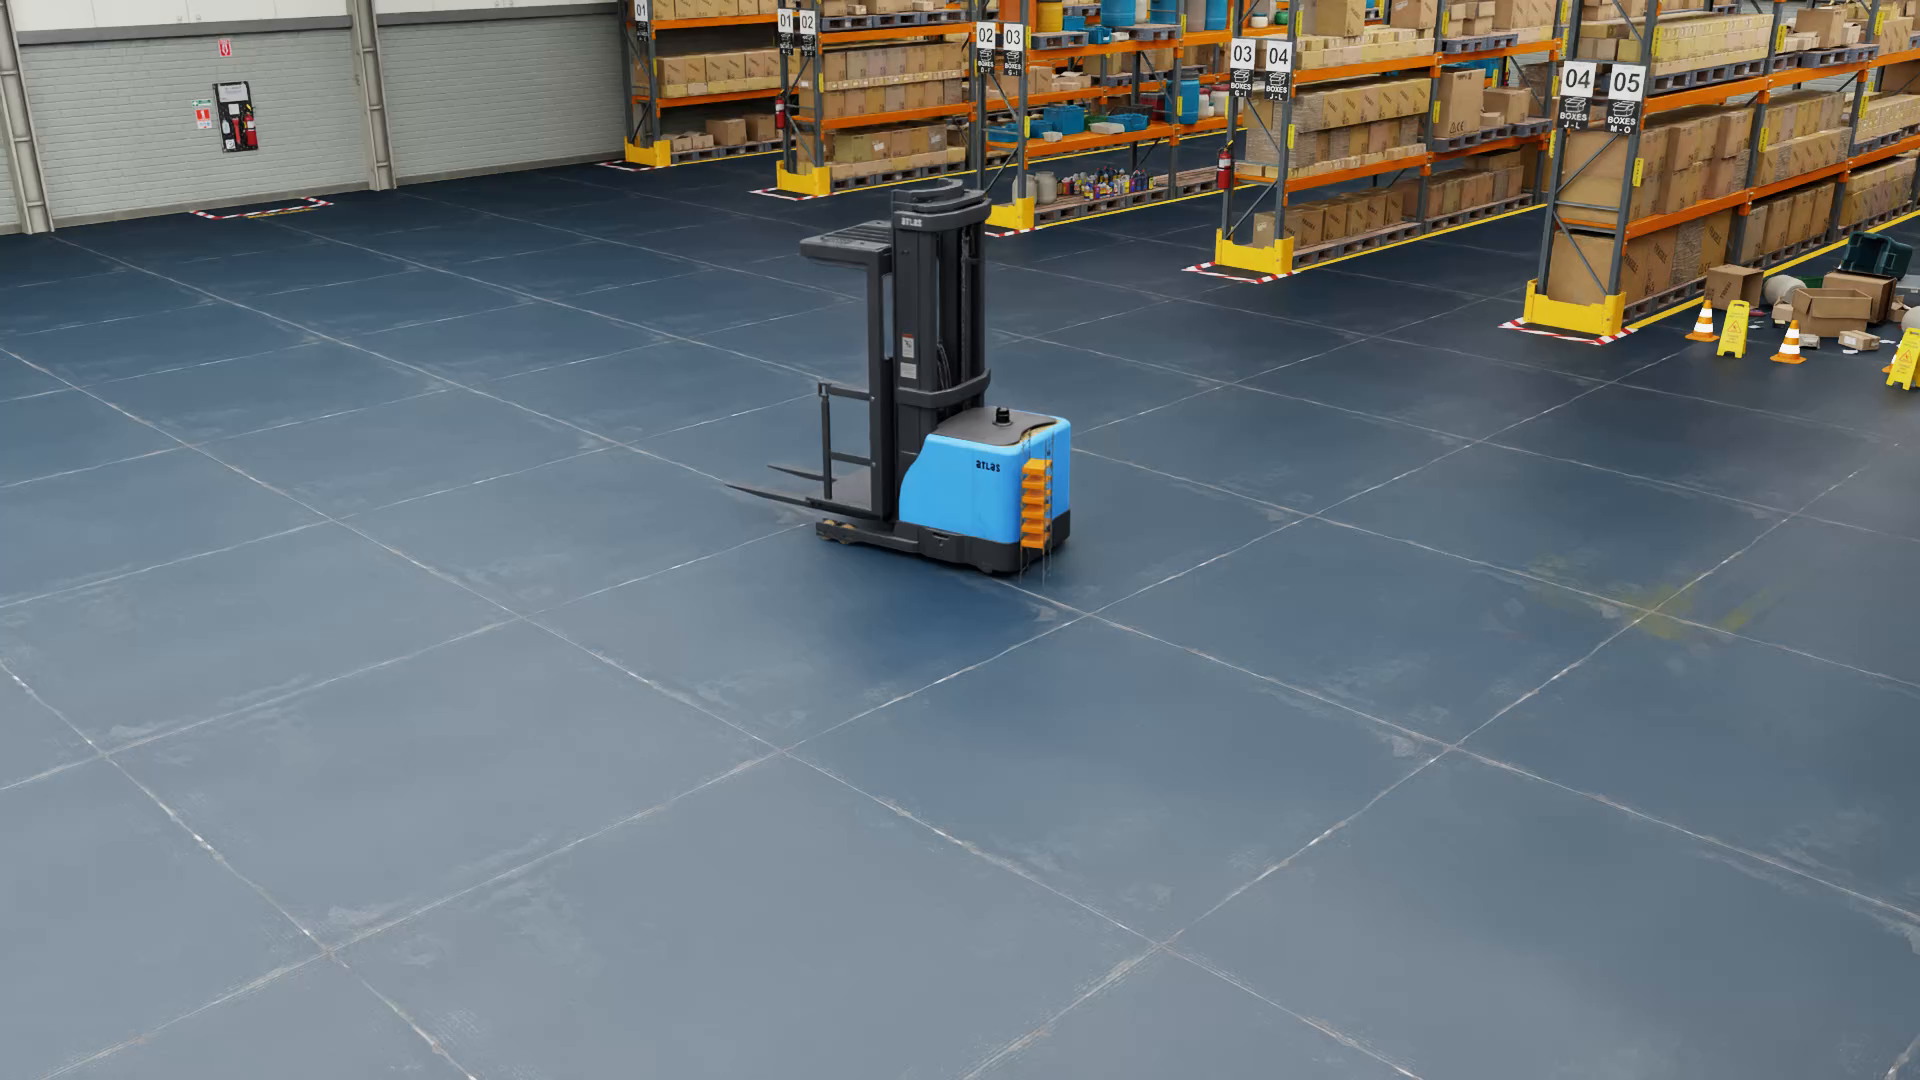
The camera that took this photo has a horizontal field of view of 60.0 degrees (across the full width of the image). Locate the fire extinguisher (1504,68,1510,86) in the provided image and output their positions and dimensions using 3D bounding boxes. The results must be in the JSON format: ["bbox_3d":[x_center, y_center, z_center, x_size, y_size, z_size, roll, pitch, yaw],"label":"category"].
[{"bbox_3d":[12.270,-10.431,37.522,0.296,0.674,0.183,19,28,41],"label":"fire extinguisher"}]

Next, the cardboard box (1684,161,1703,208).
[{"bbox_3d":[9.125,-4.679,21.720,0.875,0.550,0.500,19,28,41],"label":"cardboard box"}]

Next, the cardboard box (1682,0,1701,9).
[{"bbox_3d":[13.945,-10.590,32.263,0.500,0.500,0.700,-19,28,-40],"label":"cardboard box"}]

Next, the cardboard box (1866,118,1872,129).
[{"bbox_3d":[14.143,-6.584,26.236,0.380,0.149,0.250,18,28,39],"label":"cardboard box"}]

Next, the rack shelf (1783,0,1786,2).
[{"bbox_3d":[11.895,-7.916,23.550,1.077,0.370,4.000,19,28,41],"label":"rack shelf"}]

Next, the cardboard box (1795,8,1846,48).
[{"bbox_3d":[12.279,-7.325,23.769,0.500,0.500,0.500,19,28,41],"label":"cardboard box"}]

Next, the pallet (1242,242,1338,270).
[{"bbox_3d":[4.872,-4.282,24.782,1.003,0.211,1.213,19,28,41],"label":"pallet"}]

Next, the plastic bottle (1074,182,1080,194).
[{"bbox_3d":[2.039,-6.152,29.047,0.097,0.201,0.097,0,21,0],"label":"plastic bottle"}]

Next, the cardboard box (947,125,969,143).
[{"bbox_3d":[-0.001,-8.222,33.614,0.500,0.311,0.500,19,28,41],"label":"cardboard box"}]

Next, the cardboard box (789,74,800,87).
[{"bbox_3d":[-3.743,-9.853,35.571,0.500,0.250,0.500,19,28,41],"label":"cardboard box"}]

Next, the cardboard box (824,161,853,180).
[{"bbox_3d":[-2.335,-6.839,30.795,0.500,0.250,0.500,19,28,41],"label":"cardboard box"}]

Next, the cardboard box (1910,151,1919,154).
[{"bbox_3d":[17.775,-7.084,30.746,0.380,0.149,0.250,18,27,38],"label":"cardboard box"}]

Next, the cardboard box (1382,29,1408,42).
[{"bbox_3d":[6.458,-7.543,24.853,0.380,0.149,0.250,18,28,39],"label":"cardboard box"}]

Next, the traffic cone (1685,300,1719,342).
[{"bbox_3d":[9.098,-2.693,20.299,0.336,0.463,0.334,19,28,41],"label":"traffic cone"}]

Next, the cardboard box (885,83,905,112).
[{"bbox_3d":[-1.456,-8.406,31.487,0.500,0.500,0.700,-19,28,-40],"label":"cardboard box"}]

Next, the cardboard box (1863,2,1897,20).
[{"bbox_3d":[14.130,-8.124,25.506,0.396,0.266,0.258,19,28,41],"label":"cardboard box"}]

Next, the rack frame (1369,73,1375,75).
[{"bbox_3d":[9.049,-9.688,34.961,1.000,3.000,0.127,19,28,41],"label":"rack frame"}]

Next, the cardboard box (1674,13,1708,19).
[{"bbox_3d":[9.649,-6.883,21.996,0.380,0.149,0.250,19,28,40],"label":"cardboard box"}]

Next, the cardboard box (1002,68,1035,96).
[{"bbox_3d":[1.186,-9.376,34.011,0.500,0.500,0.500,19,28,41],"label":"cardboard box"}]

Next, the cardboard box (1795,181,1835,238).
[{"bbox_3d":[12.801,-5.165,25.743,1.050,0.750,0.750,19,28,40],"label":"cardboard box"}]

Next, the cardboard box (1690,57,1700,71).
[{"bbox_3d":[8.883,-5.889,20.523,0.380,0.149,0.250,19,28,41],"label":"cardboard box"}]

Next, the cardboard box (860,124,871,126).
[{"bbox_3d":[-2.419,-9.609,37.628,0.700,0.500,0.500,20,28,41],"label":"cardboard box"}]

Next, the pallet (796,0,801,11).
[{"bbox_3d":[-3.123,-11.556,35.901,1.213,0.211,1.003,19,28,41],"label":"pallet"}]

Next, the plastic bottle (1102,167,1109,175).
[{"bbox_3d":[2.608,-6.497,29.737,0.185,0.351,0.144,-19,28,-41],"label":"plastic bottle"}]

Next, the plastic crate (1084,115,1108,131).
[{"bbox_3d":[2.319,-7.254,28.925,0.450,0.188,0.662,19,28,41],"label":"plastic crate"}]

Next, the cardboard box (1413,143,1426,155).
[{"bbox_3d":[7.078,-6.146,26.095,0.380,0.149,0.250,19,28,41],"label":"cardboard box"}]

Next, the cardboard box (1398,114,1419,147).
[{"bbox_3d":[6.659,-6.477,26.054,0.875,0.500,0.500,19,28,41],"label":"cardboard box"}]

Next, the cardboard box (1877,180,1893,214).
[{"bbox_3d":[15.026,-5.694,27.469,0.500,0.500,0.500,18,28,40],"label":"cardboard box"}]

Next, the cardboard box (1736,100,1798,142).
[{"bbox_3d":[11.552,-6.030,23.910,0.700,0.500,0.500,20,28,41],"label":"cardboard box"}]

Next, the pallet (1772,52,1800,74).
[{"bbox_3d":[11.104,-6.683,23.230,0.805,0.209,1.217,18,27,39],"label":"pallet"}]

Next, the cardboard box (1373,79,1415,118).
[{"bbox_3d":[6.552,-6.731,25.319,0.500,0.500,0.500,19,28,41],"label":"cardboard box"}]

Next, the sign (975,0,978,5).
[{"bbox_3d":[0.321,-10.412,31.833,0.100,0.325,0.005,19,28,41],"label":"sign"}]

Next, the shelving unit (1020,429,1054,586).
[{"bbox_3d":[0.596,-0.249,12.912,0.189,1.200,0.258,6,22,16],"label":"shelving unit"}]

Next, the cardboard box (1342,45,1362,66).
[{"bbox_3d":[5.452,-7.013,24.031,0.500,0.250,0.500,19,28,40],"label":"cardboard box"}]

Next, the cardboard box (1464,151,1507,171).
[{"bbox_3d":[8.999,-6.490,28.467,0.500,0.250,0.500,-16,26,-36],"label":"cardboard box"}]

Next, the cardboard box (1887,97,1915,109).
[{"bbox_3d":[15.572,-7.250,27.554,0.380,0.149,0.250,18,27,39],"label":"cardboard box"}]

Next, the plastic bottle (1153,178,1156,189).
[{"bbox_3d":[3.438,-6.359,29.588,0.097,0.201,0.097,0,21,0],"label":"plastic bottle"}]

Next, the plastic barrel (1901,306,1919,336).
[{"bbox_3d":[11.683,-2.591,20.087,0.421,0.421,0.512,-2,21,-5],"label":"plastic barrel"}]

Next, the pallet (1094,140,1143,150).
[{"bbox_3d":[3.260,-8.781,36.489,1.003,0.211,1.213,19,28,41],"label":"pallet"}]

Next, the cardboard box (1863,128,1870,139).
[{"bbox_3d":[14.122,-6.434,26.261,0.250,0.149,0.380,-18,28,-39],"label":"cardboard box"}]

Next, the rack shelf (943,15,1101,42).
[{"bbox_3d":[1.317,-10.451,33.767,1.077,0.370,4.000,19,28,41],"label":"rack shelf"}]

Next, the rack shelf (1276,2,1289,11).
[{"bbox_3d":[6.898,-12.507,39.117,1.077,0.370,4.000,19,28,41],"label":"rack shelf"}]

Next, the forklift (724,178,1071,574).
[{"bbox_3d":[-0.613,-1.478,13.697,3.031,2.935,1.130,12,24,29],"label":"forklift"}]

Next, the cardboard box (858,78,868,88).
[{"bbox_3d":[-1.906,-8.437,30.663,0.380,0.149,0.250,19,28,40],"label":"cardboard box"}]

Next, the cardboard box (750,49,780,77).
[{"bbox_3d":[-4.082,-10.072,35.096,0.500,0.500,0.500,19,28,40],"label":"cardboard box"}]

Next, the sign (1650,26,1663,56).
[{"bbox_3d":[8.103,-5.801,19.338,0.100,0.325,0.005,19,28,41],"label":"sign"}]

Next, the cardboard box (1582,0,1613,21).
[{"bbox_3d":[11.217,-9.595,29.809,0.797,0.503,0.637,19,28,40],"label":"cardboard box"}]

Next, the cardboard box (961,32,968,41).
[{"bbox_3d":[0.036,-11.875,39.023,0.500,0.250,0.500,19,28,40],"label":"cardboard box"}]

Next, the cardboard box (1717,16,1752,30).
[{"bbox_3d":[9.947,-6.655,21.403,0.250,0.149,0.380,-20,28,-41],"label":"cardboard box"}]

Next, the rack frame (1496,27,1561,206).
[{"bbox_3d":[9.807,-7.420,29.061,1.000,3.000,0.127,19,28,41],"label":"rack frame"}]

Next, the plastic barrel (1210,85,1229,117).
[{"bbox_3d":[4.805,-8.075,30.574,0.433,0.535,0.433,0,21,0],"label":"plastic barrel"}]

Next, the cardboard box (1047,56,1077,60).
[{"bbox_3d":[2.341,-12.443,41.710,0.700,0.700,0.980,-20,28,-41],"label":"cardboard box"}]

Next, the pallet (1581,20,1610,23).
[{"bbox_3d":[10.996,-9.199,29.771,1.213,0.211,1.003,-19,28,-40],"label":"pallet"}]

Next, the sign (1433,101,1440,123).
[{"bbox_3d":[7.411,-6.662,25.882,0.100,0.325,0.005,19,28,41],"label":"sign"}]
